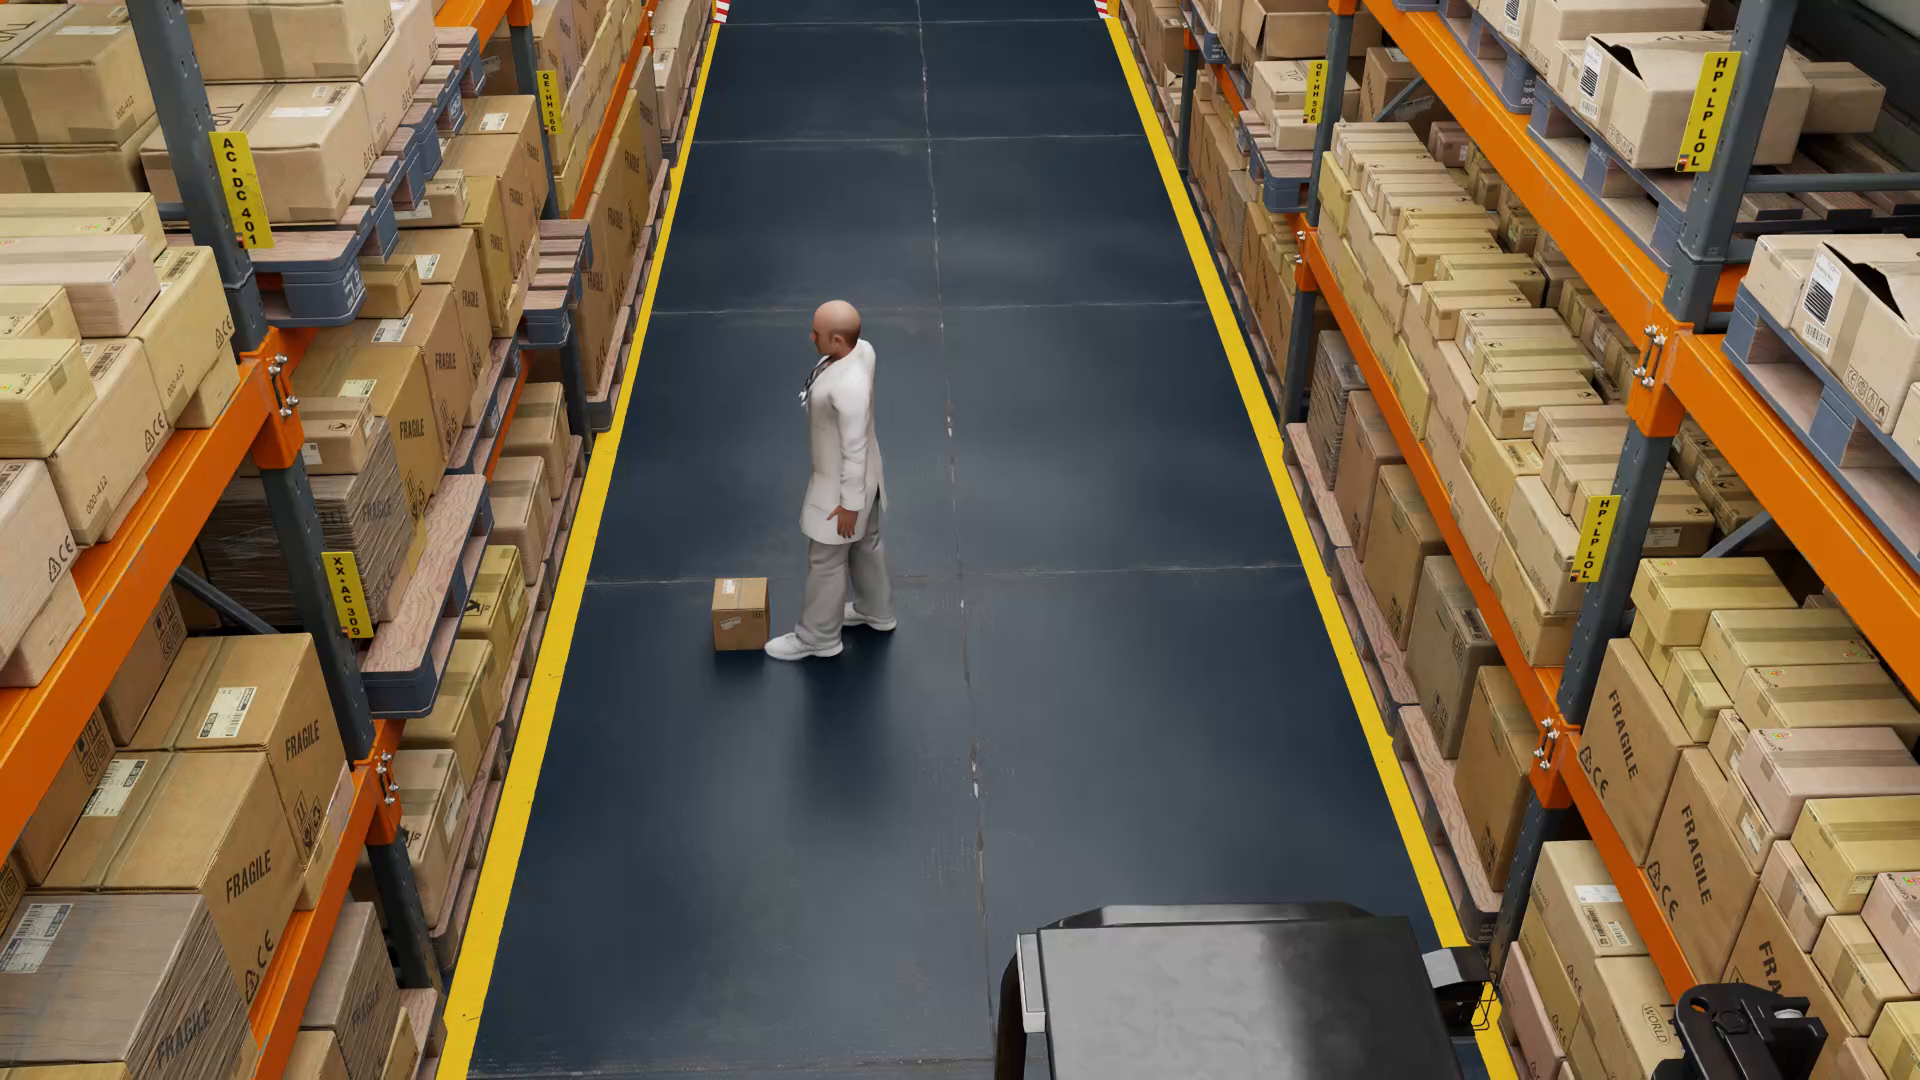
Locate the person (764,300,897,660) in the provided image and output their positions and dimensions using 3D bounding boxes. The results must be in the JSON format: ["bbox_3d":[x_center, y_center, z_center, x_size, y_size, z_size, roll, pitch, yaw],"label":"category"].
[{"bbox_3d":[-0.617,-0.295,7.623,0.611,1.785,0.635,3,35,4],"label":"person"}]
